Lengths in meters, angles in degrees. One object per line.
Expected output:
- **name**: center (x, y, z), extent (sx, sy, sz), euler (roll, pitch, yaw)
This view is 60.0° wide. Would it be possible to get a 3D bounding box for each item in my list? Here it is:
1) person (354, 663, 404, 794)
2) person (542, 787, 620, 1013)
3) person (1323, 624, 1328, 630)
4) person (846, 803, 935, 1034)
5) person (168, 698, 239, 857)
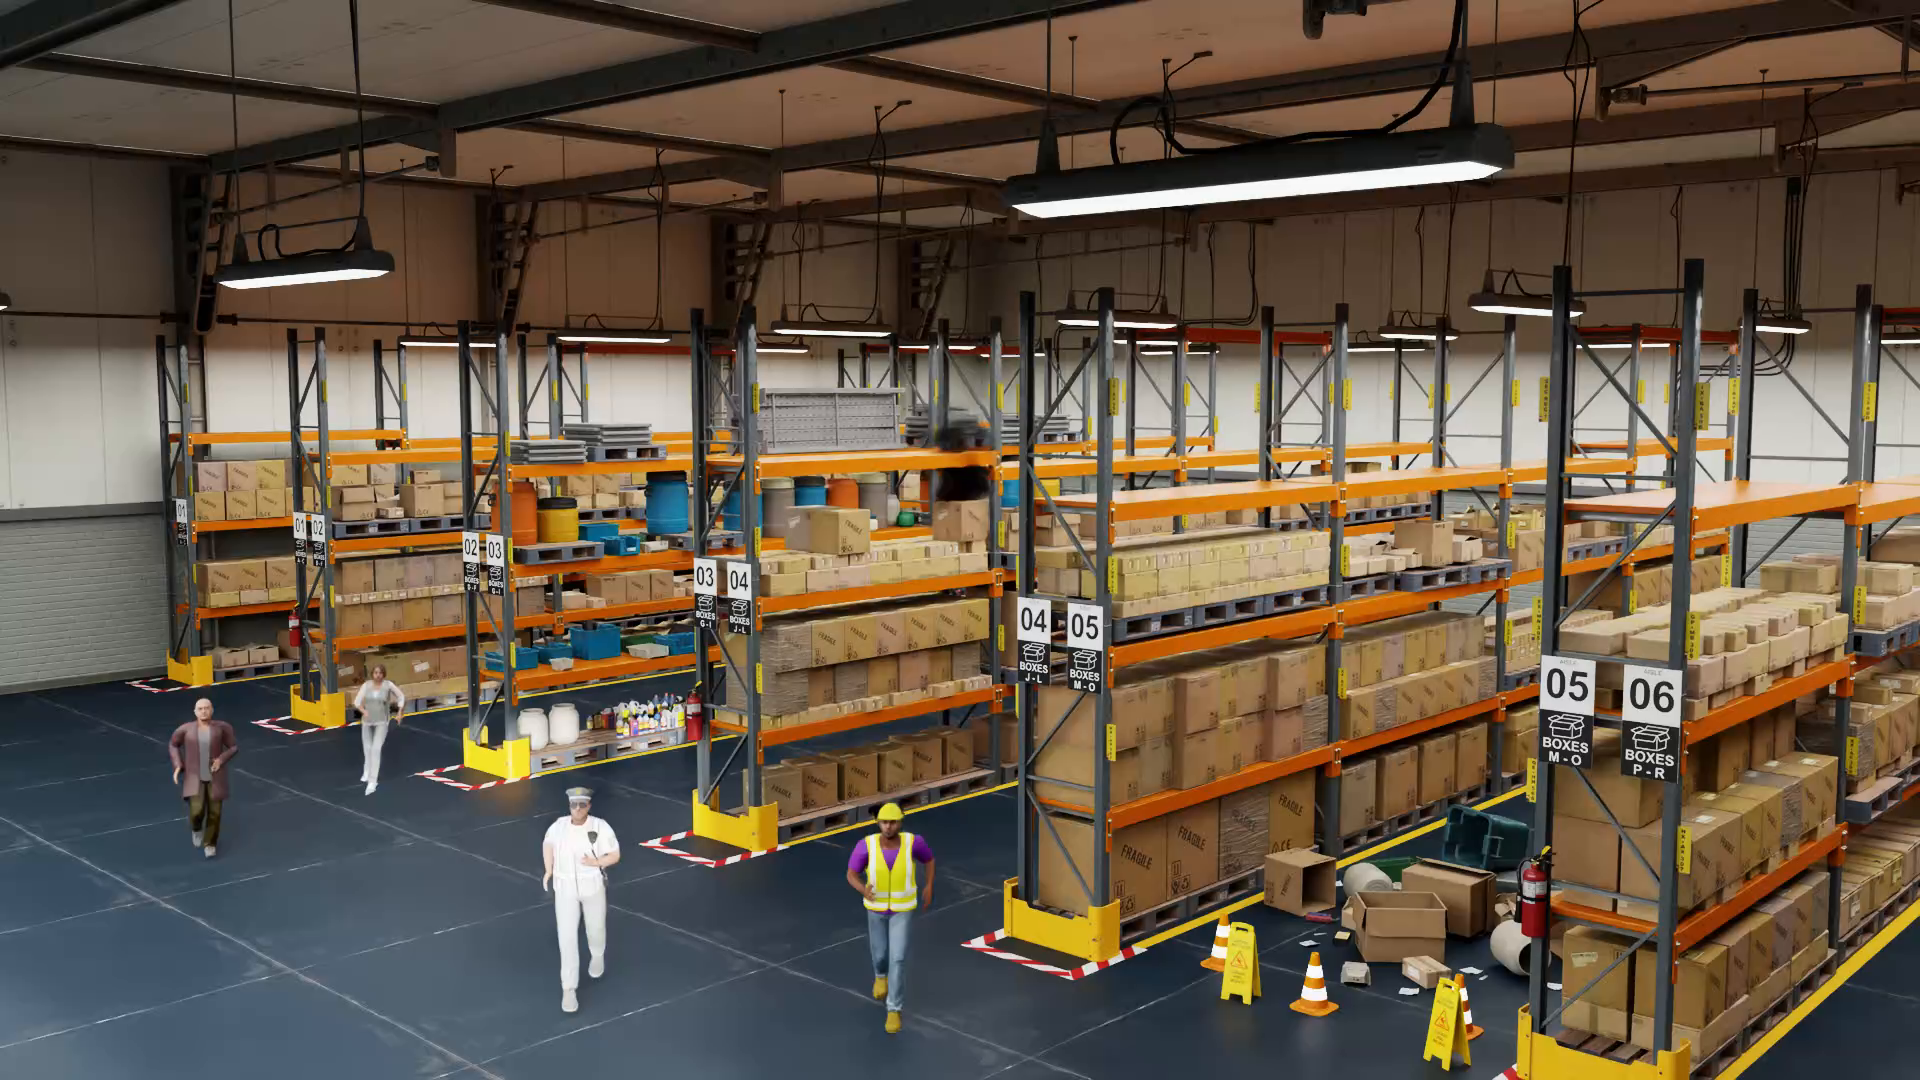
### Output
- **person**: center (-7.432, 2.383, 21.273), extent (0.592, 1.633, 0.723), euler (-1, 5, -6)
- **person**: center (-3.196, 2.947, 14.016), extent (0.661, 1.770, 0.969), euler (-1, 5, -8)
- **person**: center (5.412, 2.042, 24.569), extent (0.593, 1.626, 0.566), euler (4, 6, 34)
- **person**: center (-0.565, 3.009, 13.574), extent (0.724, 1.781, 0.866), euler (0, 5, 1)
- **person**: center (-8.243, 2.601, 18.132), extent (0.683, 1.738, 0.627), euler (-2, 6, -25)
